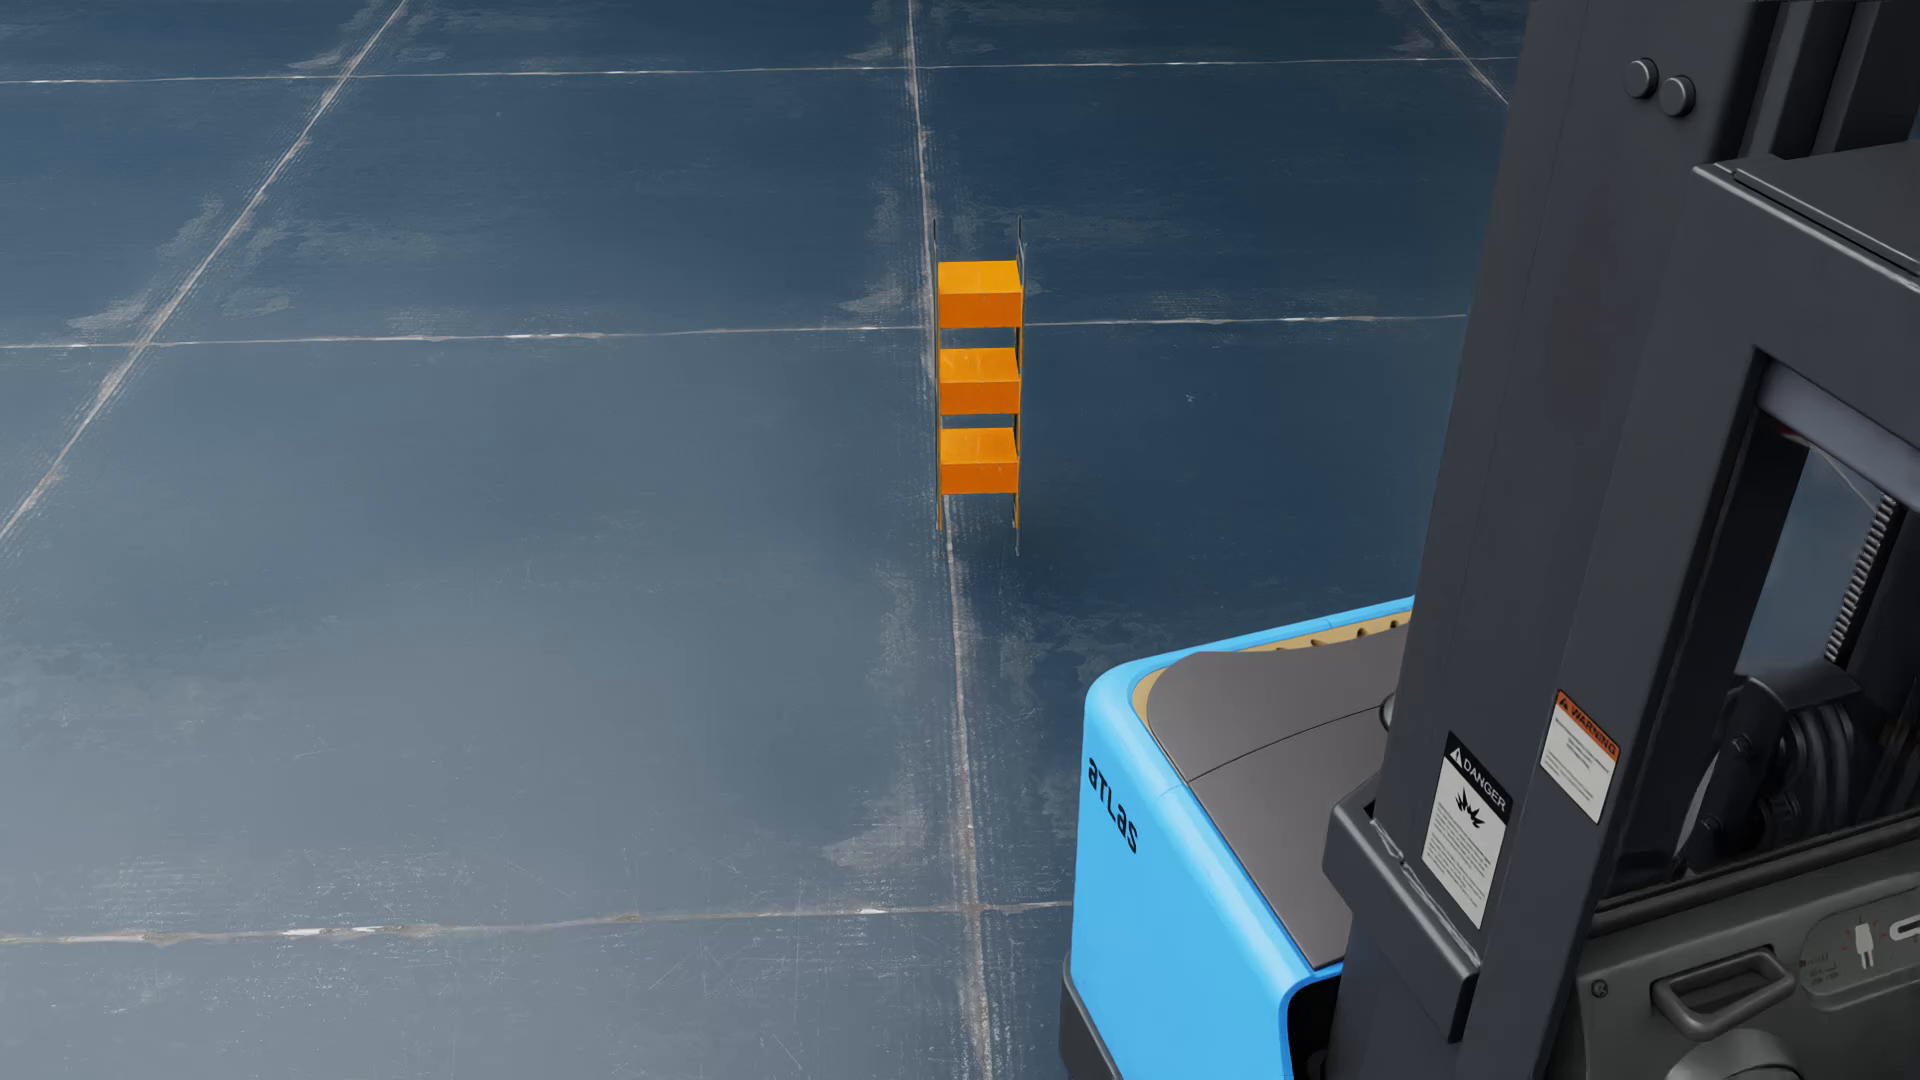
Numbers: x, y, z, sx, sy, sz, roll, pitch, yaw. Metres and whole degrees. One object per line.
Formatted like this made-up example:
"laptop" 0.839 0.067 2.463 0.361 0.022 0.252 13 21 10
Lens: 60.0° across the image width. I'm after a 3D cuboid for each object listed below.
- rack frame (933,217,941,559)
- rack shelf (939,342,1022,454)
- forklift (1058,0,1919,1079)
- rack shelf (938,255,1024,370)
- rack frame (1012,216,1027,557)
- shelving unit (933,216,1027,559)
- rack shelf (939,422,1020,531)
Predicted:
"rack frame" -0.068 -0.430 4.949 0.008 1.050 0.200 -2 35 -2
"rack shelf" 0.053 -0.424 4.959 0.240 0.259 0.215 -2 35 -2
"forklift" 1.185 0.612 1.790 1.130 2.935 3.031 -11 36 -16
"rack shelf" 0.053 -0.658 4.798 0.240 0.259 0.215 -2 35 -2
"rack frame" 0.175 -0.436 4.958 0.008 1.050 0.200 -2 35 -2
"shelving unit" 0.053 -0.433 4.953 0.252 1.050 0.215 -2 35 -2
"rack shelf" 0.053 -0.196 5.118 0.240 0.259 0.215 -2 35 -2
